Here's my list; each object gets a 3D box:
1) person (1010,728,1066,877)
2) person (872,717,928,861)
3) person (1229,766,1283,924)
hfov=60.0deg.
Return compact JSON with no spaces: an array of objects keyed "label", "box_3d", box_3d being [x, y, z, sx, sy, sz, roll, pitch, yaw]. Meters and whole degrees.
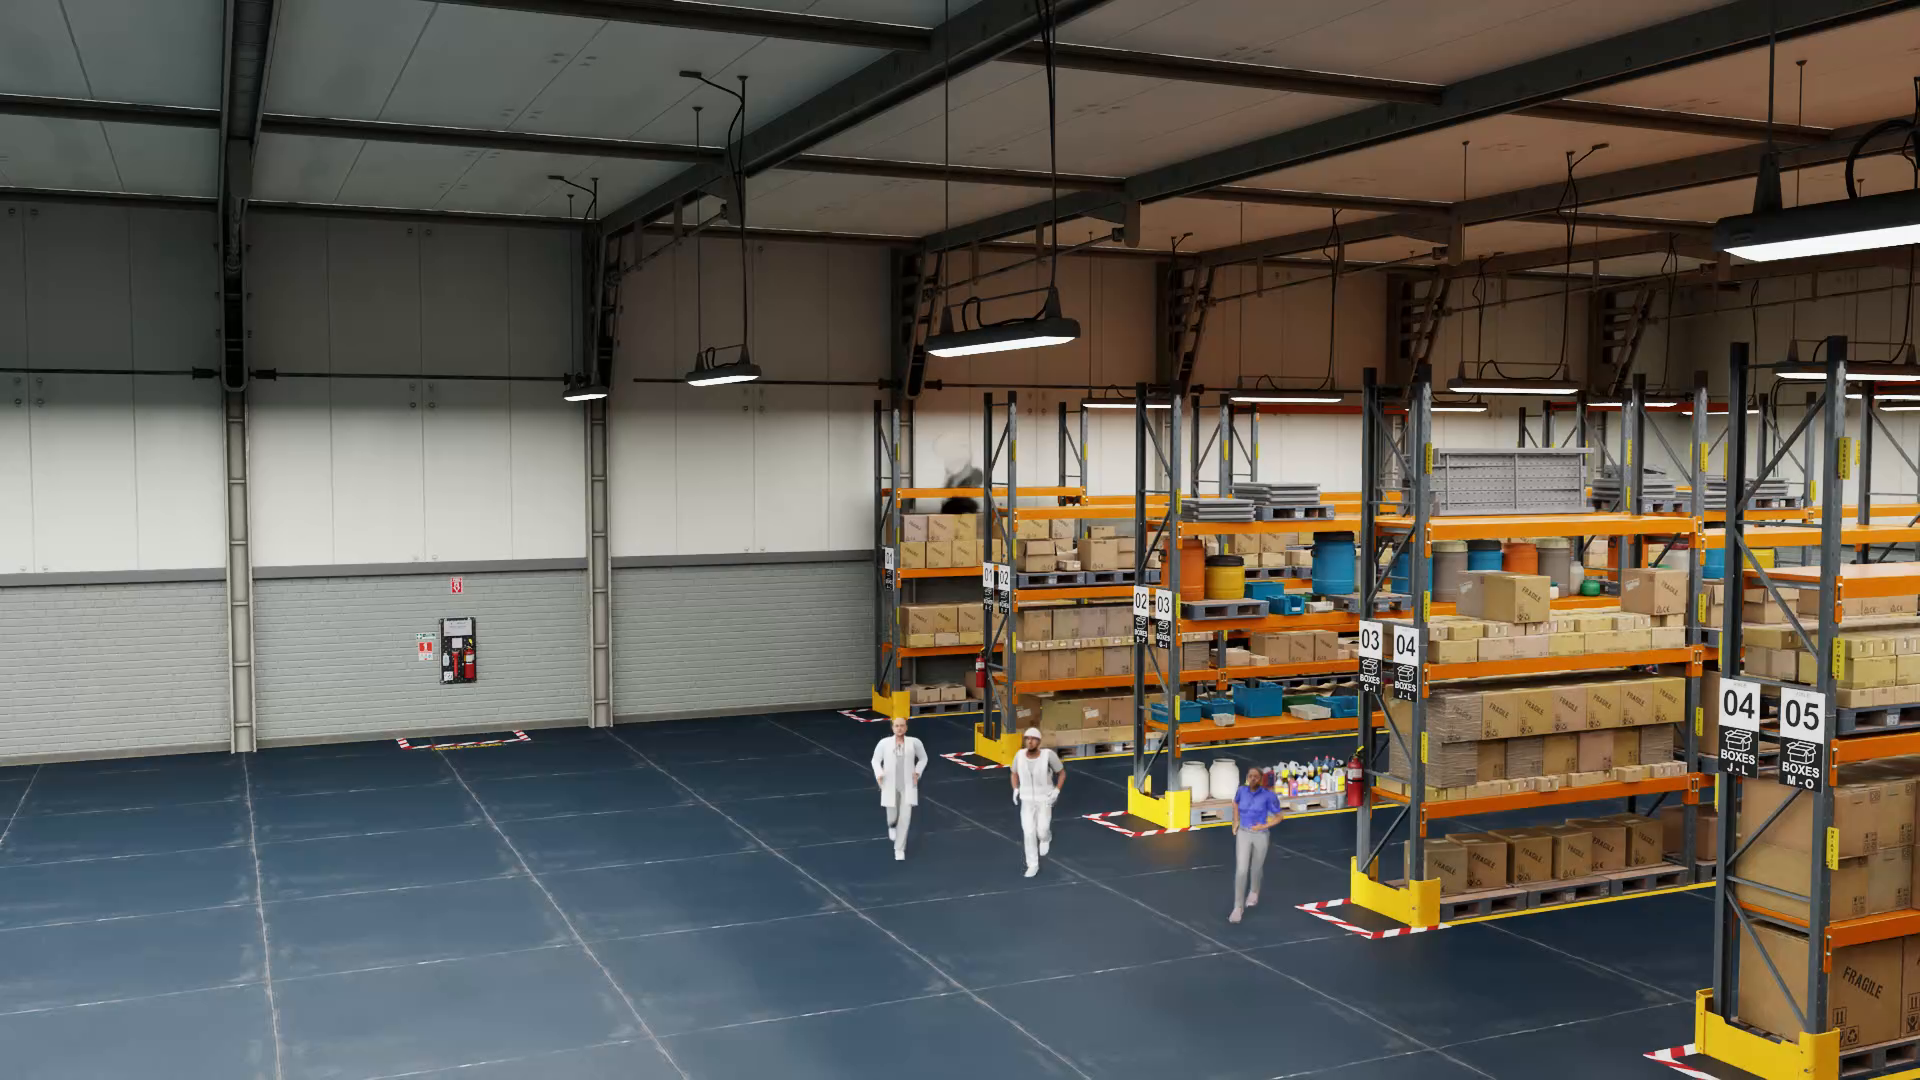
[{"label":"person","box_3d":[0.944,3.128,20.089,0.677,1.770,0.675,1,3,16]},{"label":"person","box_3d":[-0.752,3.088,20.857,0.711,1.743,0.756,0,3,-3]},{"label":"person","box_3d":[3.246,3.283,18.156,0.578,1.689,0.793,1,4,19]}]
